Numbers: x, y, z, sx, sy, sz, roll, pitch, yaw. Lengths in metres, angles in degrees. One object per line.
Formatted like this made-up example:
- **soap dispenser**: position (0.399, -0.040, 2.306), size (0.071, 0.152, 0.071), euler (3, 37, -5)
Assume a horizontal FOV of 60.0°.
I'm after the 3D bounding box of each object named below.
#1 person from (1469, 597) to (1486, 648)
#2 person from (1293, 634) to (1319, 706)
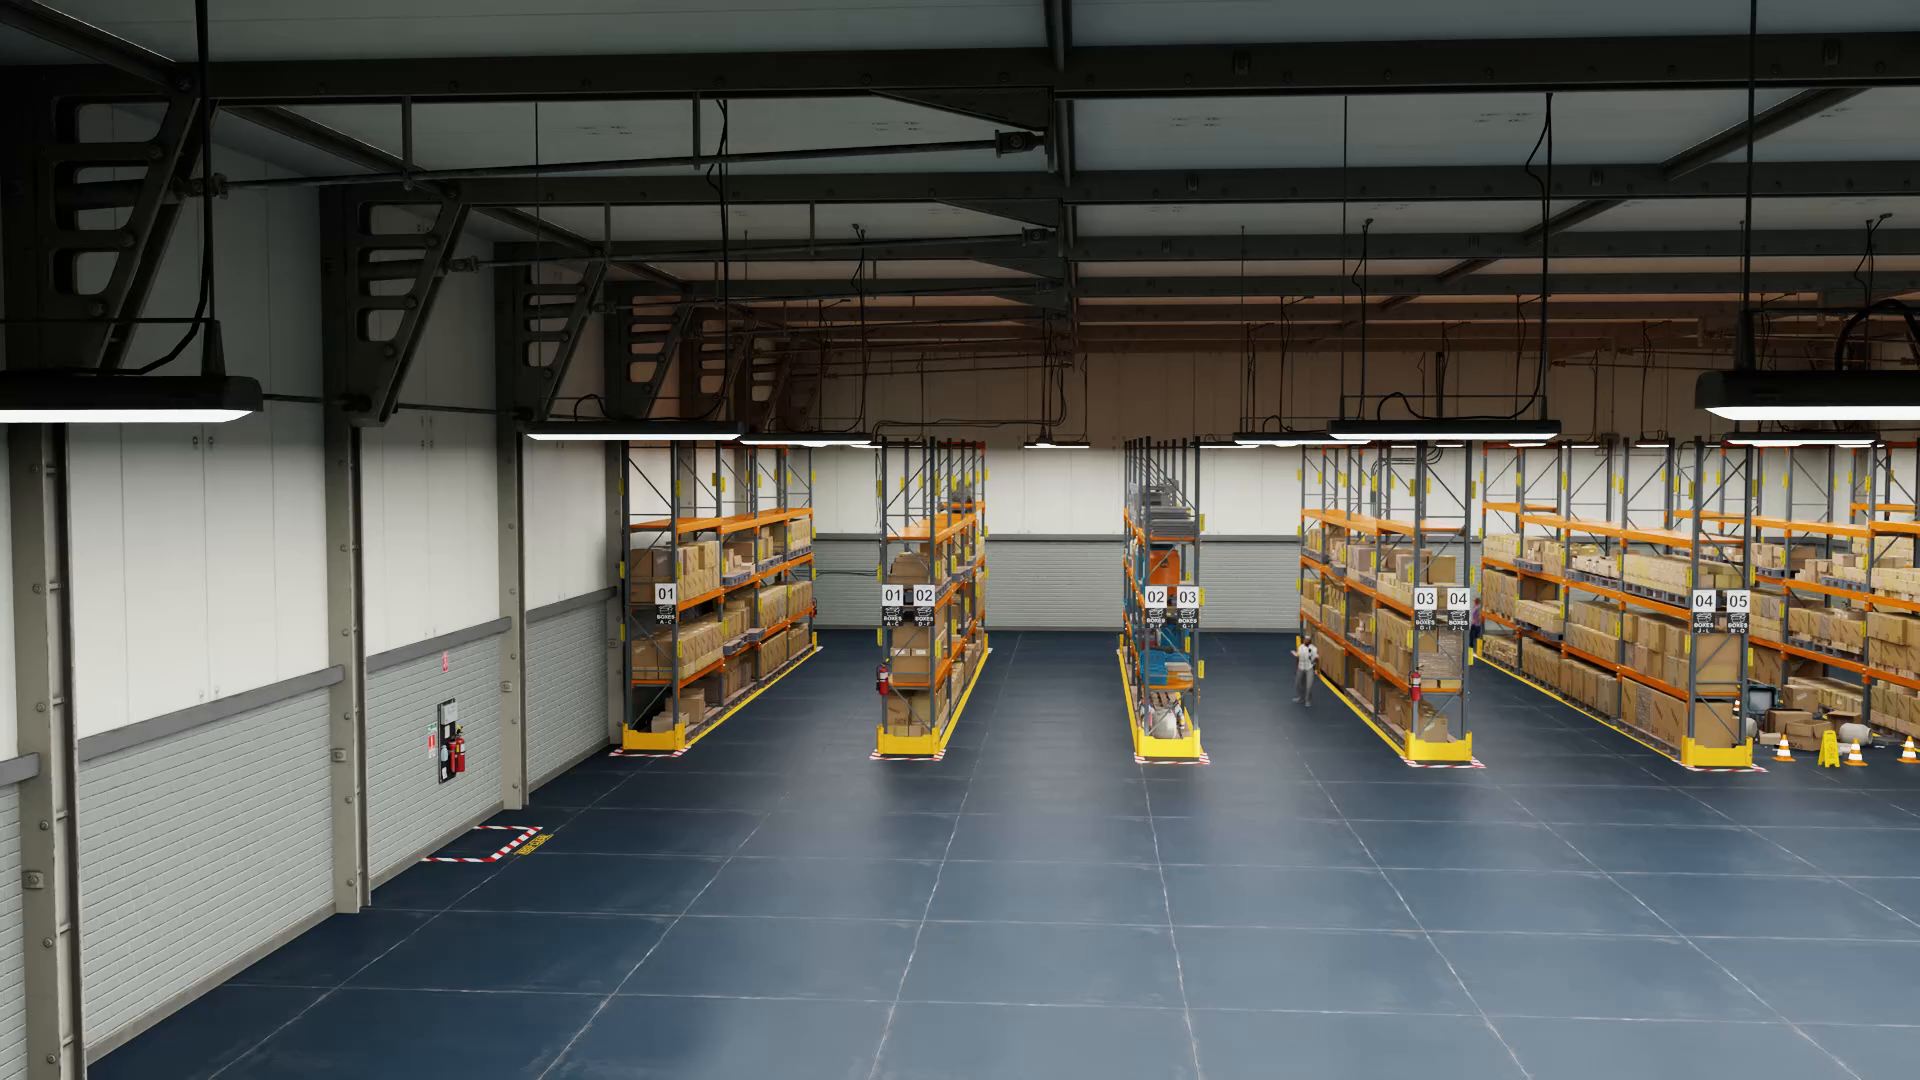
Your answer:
- **person**: position (14.818, 2.412, 47.480), size (0.734, 1.571, 0.570), euler (0, 3, -5)
- **person**: position (7.832, 2.916, 37.533), size (0.720, 1.655, 0.571), euler (2, 4, 30)
